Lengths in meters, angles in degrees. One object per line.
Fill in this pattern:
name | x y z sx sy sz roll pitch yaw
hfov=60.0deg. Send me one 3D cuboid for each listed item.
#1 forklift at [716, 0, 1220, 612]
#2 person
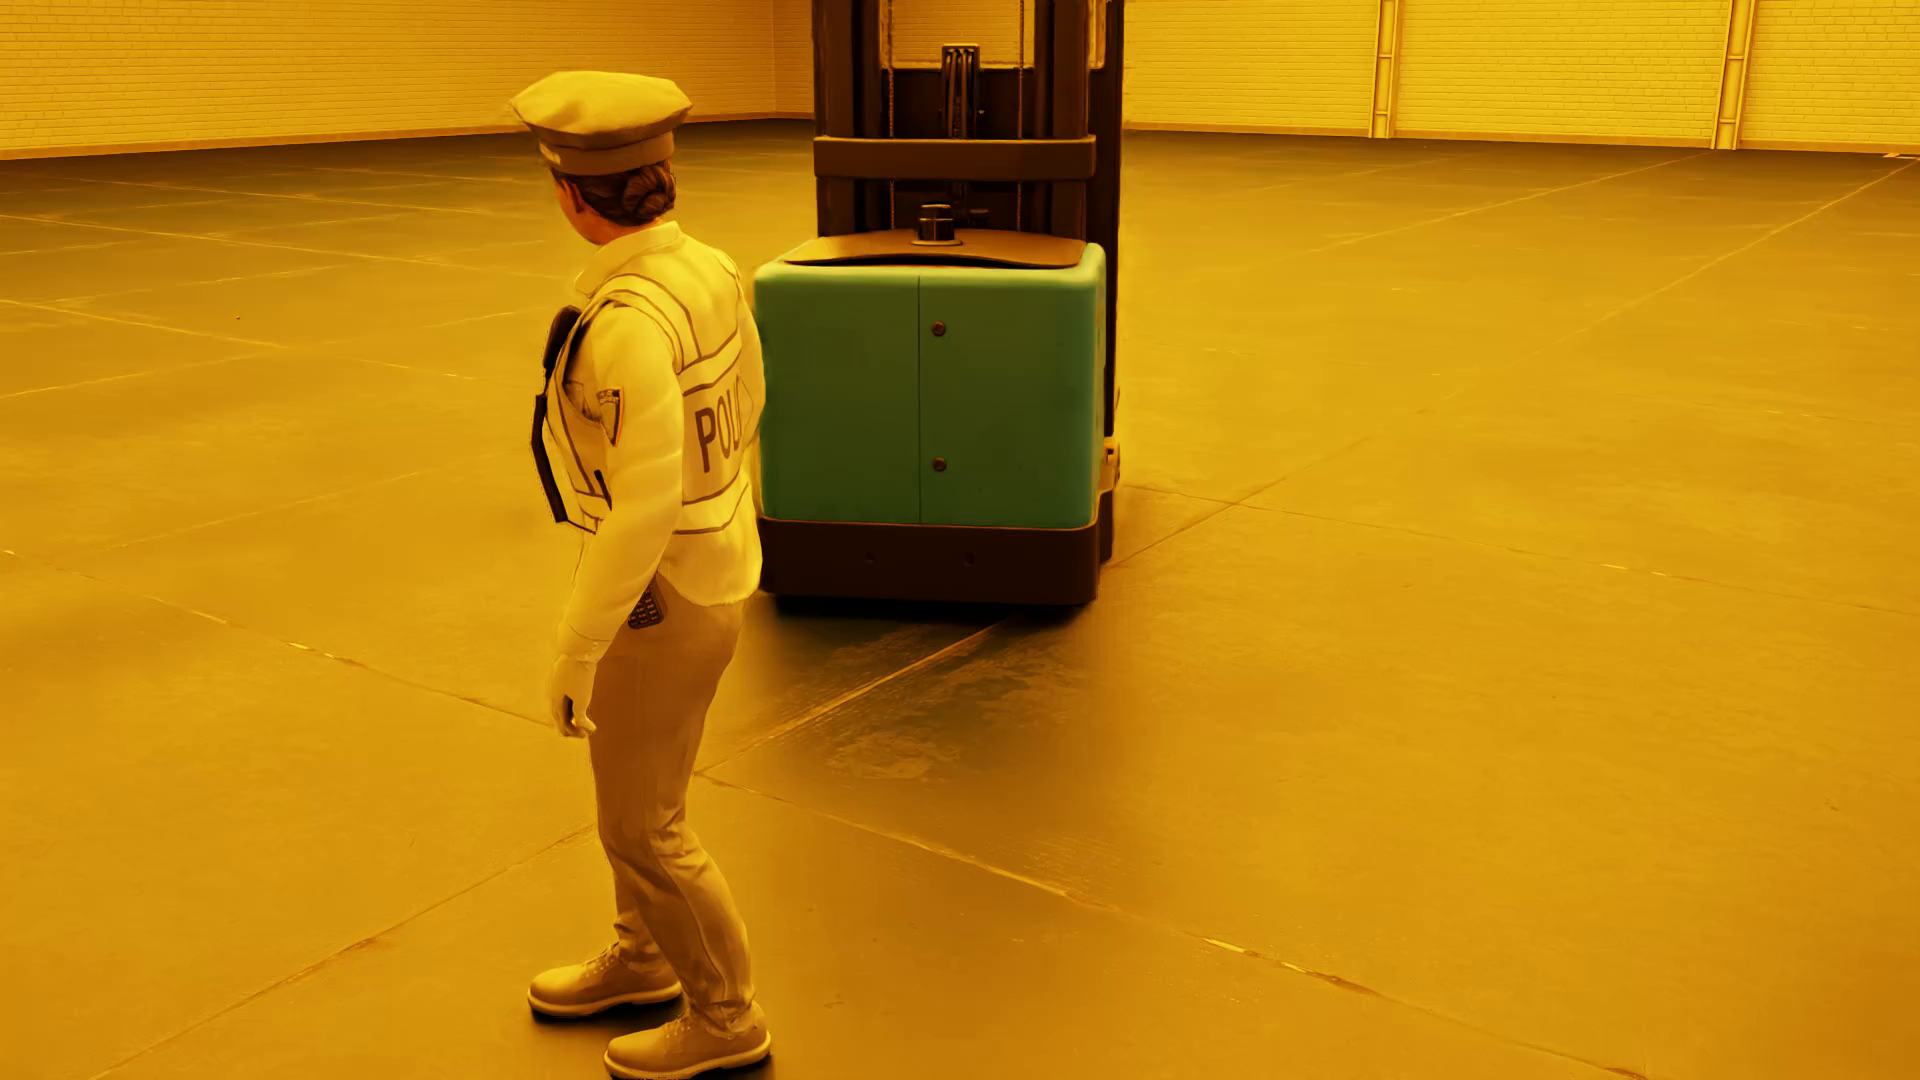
forklift | -0.315 -1.560 6.050 1.130 2.935 3.031 -9 19 -27
person | -0.557 0.076 2.719 0.527 1.697 0.587 0 17 -1
